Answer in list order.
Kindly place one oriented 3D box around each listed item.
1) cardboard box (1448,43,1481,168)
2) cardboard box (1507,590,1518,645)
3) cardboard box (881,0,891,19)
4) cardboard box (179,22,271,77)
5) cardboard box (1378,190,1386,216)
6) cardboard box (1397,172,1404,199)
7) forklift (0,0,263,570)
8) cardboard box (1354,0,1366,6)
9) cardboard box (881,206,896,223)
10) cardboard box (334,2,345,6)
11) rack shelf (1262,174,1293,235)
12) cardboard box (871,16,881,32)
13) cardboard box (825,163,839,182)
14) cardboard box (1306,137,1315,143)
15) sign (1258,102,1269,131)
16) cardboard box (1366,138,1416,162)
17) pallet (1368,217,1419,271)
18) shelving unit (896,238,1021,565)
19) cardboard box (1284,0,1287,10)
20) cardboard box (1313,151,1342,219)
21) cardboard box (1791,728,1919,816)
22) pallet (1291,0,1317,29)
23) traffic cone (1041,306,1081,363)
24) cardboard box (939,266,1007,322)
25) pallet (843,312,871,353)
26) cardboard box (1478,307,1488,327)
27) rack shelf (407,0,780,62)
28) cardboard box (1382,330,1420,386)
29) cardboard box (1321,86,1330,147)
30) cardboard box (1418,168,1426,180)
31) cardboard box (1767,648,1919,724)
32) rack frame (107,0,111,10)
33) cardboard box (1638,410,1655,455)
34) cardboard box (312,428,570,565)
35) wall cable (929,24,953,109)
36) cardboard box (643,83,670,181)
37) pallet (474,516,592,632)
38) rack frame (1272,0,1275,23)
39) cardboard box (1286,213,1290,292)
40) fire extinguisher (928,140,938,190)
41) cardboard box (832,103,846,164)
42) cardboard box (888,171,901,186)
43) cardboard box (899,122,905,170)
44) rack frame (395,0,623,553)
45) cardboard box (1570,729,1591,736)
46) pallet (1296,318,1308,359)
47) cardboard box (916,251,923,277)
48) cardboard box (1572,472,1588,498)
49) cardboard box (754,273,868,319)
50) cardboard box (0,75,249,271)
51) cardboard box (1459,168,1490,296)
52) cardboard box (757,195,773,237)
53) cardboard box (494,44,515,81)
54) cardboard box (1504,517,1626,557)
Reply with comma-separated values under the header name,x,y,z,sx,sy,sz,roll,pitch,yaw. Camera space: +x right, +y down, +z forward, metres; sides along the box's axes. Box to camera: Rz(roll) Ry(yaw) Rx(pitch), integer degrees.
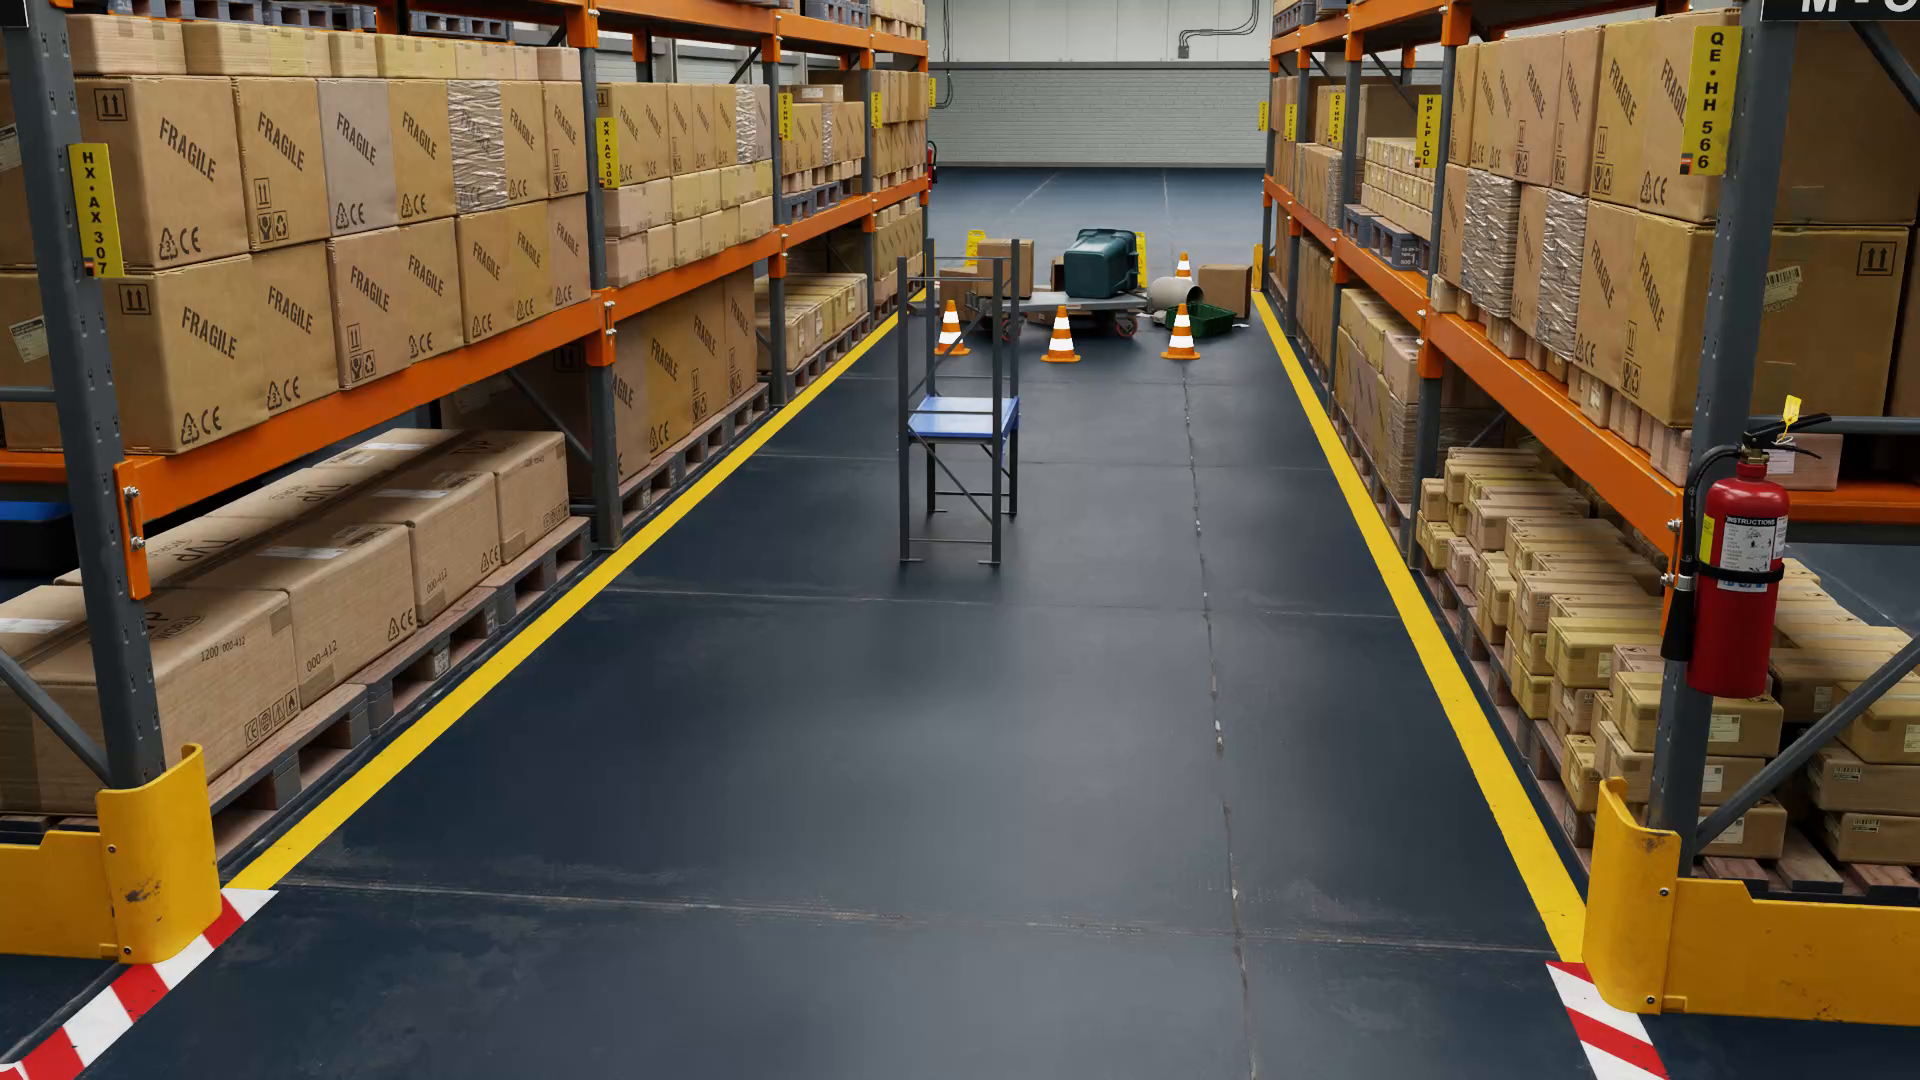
name,x,y,z,sx,sy,sz,roll,pitch,yaw
cardboard box,2.400,-1.859,7.112,0.500,0.500,0.500,2,15,8
cardboard box,2.167,0.293,5.920,0.380,0.149,0.250,2,15,9
cardboard box,-0.964,-5.248,16.293,0.500,0.250,0.500,2,15,6
cardboard box,-2.271,-1.438,4.884,0.380,0.149,0.250,2,15,8
cardboard box,2.804,-2.093,10.333,0.380,0.149,0.250,2,15,9
cardboard box,2.720,-2.033,9.540,0.380,0.149,0.250,2,15,8
forklift,-4.631,-1.605,8.984,1.130,2.935,3.031,2,15,6
cardboard box,2.815,-3.687,10.614,0.500,0.500,0.500,2,15,6
cardboard box,-0.870,-3.348,17.081,0.380,0.149,0.250,2,15,8
cardboard box,-5.914,-5.319,16.324,0.380,0.149,0.250,2,15,7
rack shelf,3.821,-3.540,17.386,1.077,0.370,4.000,2,15,6
cardboard box,-0.968,-4.955,15.975,0.380,0.149,0.250,2,15,6
cardboard box,-1.248,-3.164,14.294,0.380,0.149,0.250,2,15,6
cardboard box,3.625,-3.537,15.710,0.875,0.550,0.550,2,15,6
sign,3.496,-4.880,19.153,0.100,0.325,0.005,2,15,6
cardboard box,2.899,-2.585,11.011,0.380,0.149,0.250,2,15,6
pallet,2.961,-1.724,9.659,1.003,0.211,1.213,2,15,6
shelving unit,0.010,-0.746,8.548,0.538,1.500,1.048,2,15,6
cardboard box,3.519,-5.511,17.035,0.380,0.149,0.250,2,15,7
cardboard box,3.042,-2.763,12.943,0.500,0.500,0.500,1,15,5
cardboard box,2.556,0.645,4.617,0.380,0.149,0.250,2,15,9
pallet,3.698,-4.986,15.778,1.003,0.211,1.213,2,15,6
traffic cone,0.878,-1.796,14.418,0.336,0.463,0.334,2,15,6
cardboard box,0.139,-2.521,17.022,0.500,0.500,0.500,-14,20,-42
pallet,-1.421,-1.940,15.433,1.003,0.211,1.213,2,15,6
cardboard box,2.402,-0.969,6.980,0.380,0.149,0.250,1,15,4
rack shelf,-2.011,-3.033,9.764,1.077,0.370,4.000,2,15,6
cardboard box,2.597,-0.985,9.108,0.500,0.250,0.500,2,15,9
cardboard box,3.489,-3.637,14.260,0.700,0.500,0.500,1,15,5
cardboard box,2.634,-1.977,8.765,0.380,0.149,0.250,2,15,6
cardboard box,2.550,0.429,4.847,0.380,0.149,0.250,2,15,7
rack frame,-6.718,-2.596,12.517,1.000,3.000,0.127,2,15,6
cardboard box,2.063,-0.291,4.475,0.380,0.149,0.250,2,15,6
cardboard box,-2.415,-0.220,7.832,0.875,0.438,0.875,1,15,5
wall cable,-1.758,-14.420,50.699,3.097,2.526,0.112,2,15,6
cardboard box,-1.872,-2.183,8.881,0.500,0.500,0.500,2,15,6
pallet,-2.401,0.128,7.786,1.003,0.211,1.213,2,15,6
rack frame,4.047,-7.302,18.428,1.000,3.000,0.127,2,15,6
cardboard box,3.834,-2.941,17.057,0.875,0.875,0.875,2,15,7
fire extinguisher,-0.412,-4.505,19.723,0.296,0.674,0.183,2,15,6
cardboard box,-1.277,-3.494,14.271,0.500,0.500,0.500,2,15,8
cardboard box,-0.826,-3.771,17.342,0.380,0.149,0.250,2,15,7
cardboard box,-0.867,-4.178,17.607,0.500,0.500,0.500,2,15,7
rack frame,-2.237,-1.413,8.143,1.000,3.000,0.127,2,15,6
cardboard box,2.137,0.639,5.211,0.380,0.149,0.250,2,15,6
pallet,3.583,-1.820,14.990,1.003,0.211,1.213,2,15,6
cardboard box,-0.710,-3.177,19.129,0.500,0.250,0.500,2,15,6
cardboard box,2.922,-0.240,7.321,0.380,0.149,0.250,2,15,7
cardboard box,-1.391,-2.286,15.601,0.950,0.372,0.625,2,15,7
cardboard box,-2.351,-1.023,4.592,0.500,0.500,0.500,1,15,5
cardboard box,2.338,-1.236,6.726,0.500,0.500,0.500,2,15,6
cardboard box,-1.585,-2.240,11.486,0.500,0.250,0.500,1,15,4
cardboard box,-2.131,-2.039,7.105,0.380,0.149,0.250,2,15,6
cardboard box,2.313,0.017,6.369,0.380,0.149,0.250,1,15,4
